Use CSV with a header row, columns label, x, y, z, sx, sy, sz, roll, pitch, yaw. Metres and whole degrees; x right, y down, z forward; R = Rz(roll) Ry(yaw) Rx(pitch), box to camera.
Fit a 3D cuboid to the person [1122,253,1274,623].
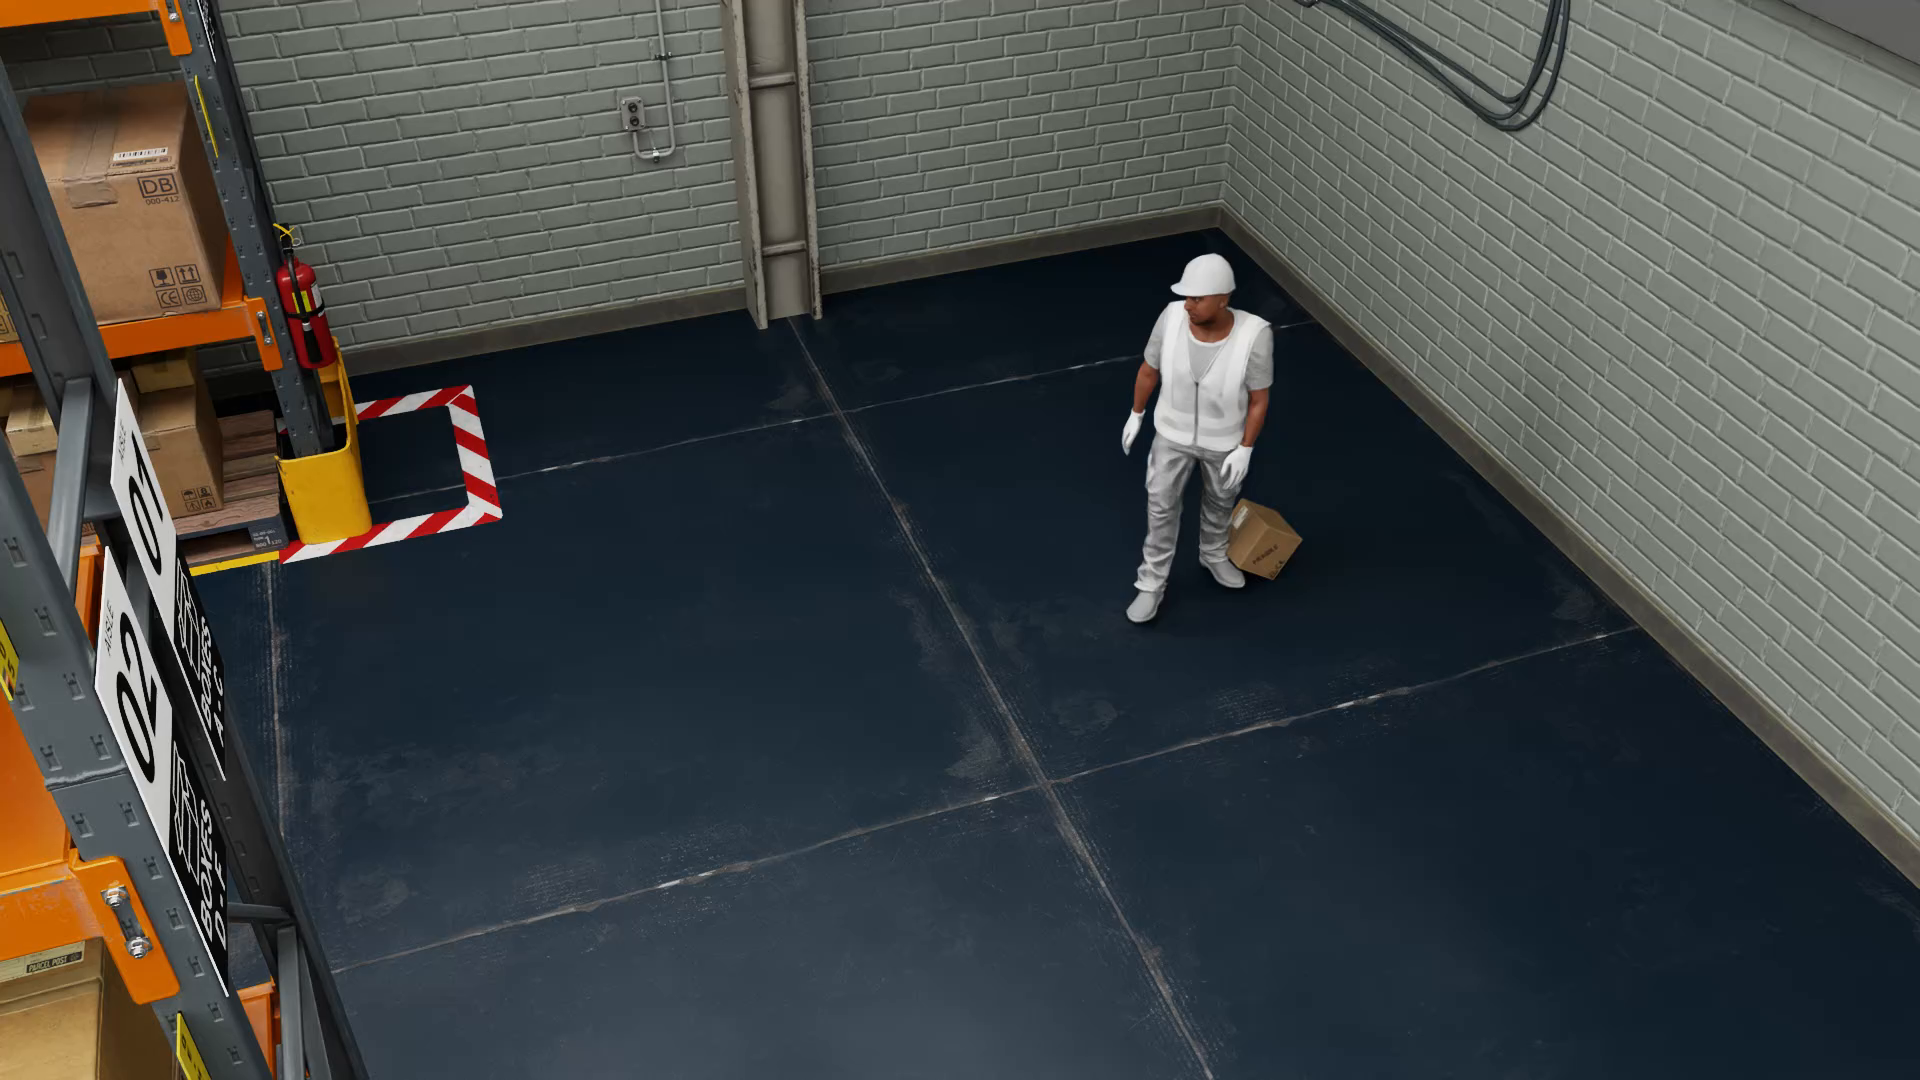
label,x,y,z,sx,sy,sz,roll,pitch,yaw
person,1.023,-0.453,7.330,0.638,1.780,0.653,10,39,13
